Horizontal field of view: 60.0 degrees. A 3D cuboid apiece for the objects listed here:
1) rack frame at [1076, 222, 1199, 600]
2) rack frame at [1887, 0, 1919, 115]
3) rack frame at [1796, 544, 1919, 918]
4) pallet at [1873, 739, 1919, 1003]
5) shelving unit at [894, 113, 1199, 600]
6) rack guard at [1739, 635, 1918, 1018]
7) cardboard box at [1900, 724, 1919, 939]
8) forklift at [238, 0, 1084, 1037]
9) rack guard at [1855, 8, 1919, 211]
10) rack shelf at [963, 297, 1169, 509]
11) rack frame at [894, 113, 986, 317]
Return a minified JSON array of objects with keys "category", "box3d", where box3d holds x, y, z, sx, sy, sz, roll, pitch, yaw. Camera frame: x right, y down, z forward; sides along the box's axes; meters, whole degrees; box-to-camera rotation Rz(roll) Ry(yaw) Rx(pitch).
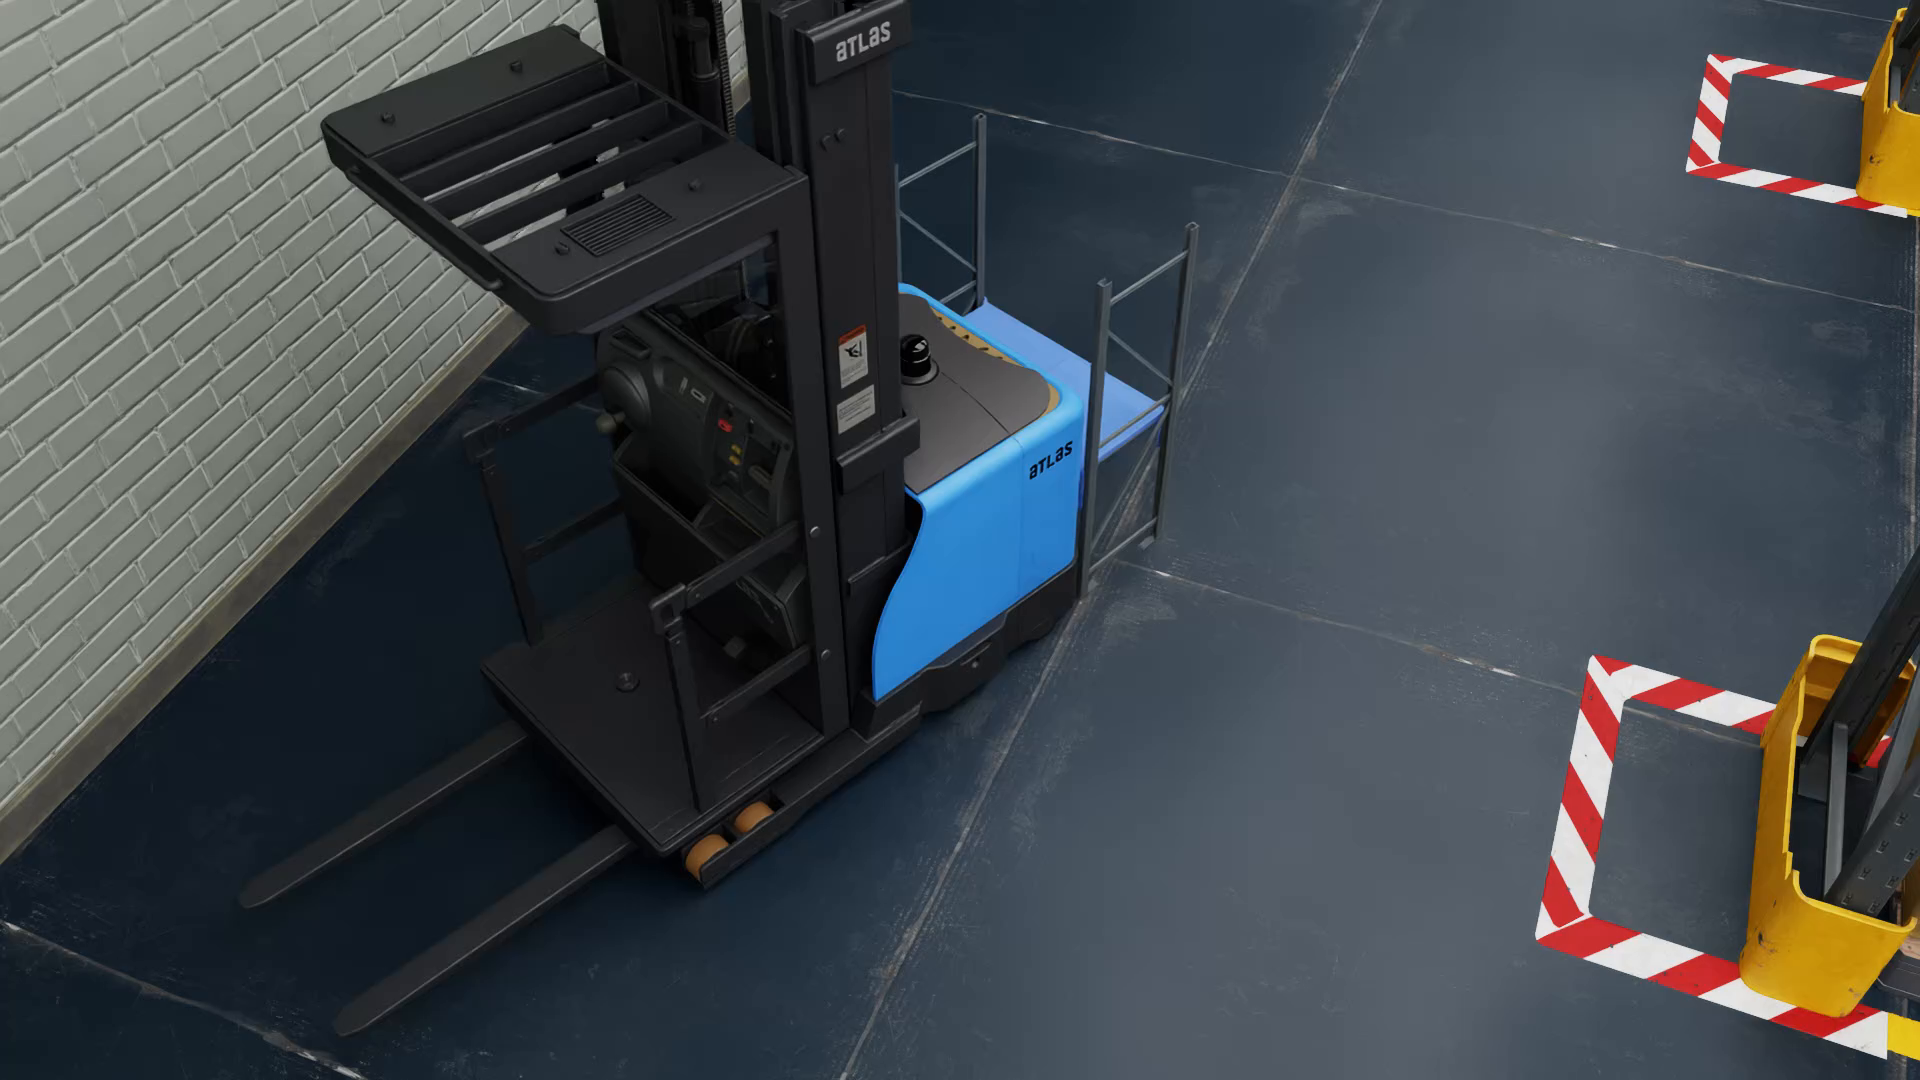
[{"category":"rack frame","box3d":[0.636,-0.431,6.120,0.032,1.500,0.500,35,54,30]},{"category":"rack frame","box3d":[4.894,-3.165,7.805,0.127,3.000,1.000,16,47,16]},{"category":"rack frame","box3d":[2.891,0.036,4.587,0.127,3.000,1.000,16,47,16]},{"category":"pallet","box3d":[3.659,1.191,5.404,1.213,0.211,1.003,16,47,16]},{"category":"shelving unit","box3d":[0.274,-0.683,6.373,1.048,1.500,0.538,35,54,30]},{"category":"rack guard","box3d":[2.869,0.916,5.475,0.348,0.500,1.175,16,47,16]},{"category":"cardboard box","box3d":[3.512,0.762,5.066,0.875,0.875,0.875,16,47,16]},{"category":"forklift","box3d":[-0.971,-0.305,4.978,3.031,2.935,1.130,-34,54,-29]},{"category":"rack guard","box3d":[4.964,-2.258,8.665,0.348,0.500,1.175,16,47,16]},{"category":"rack shelf","box3d":[0.274,-0.556,6.500,1.000,0.185,0.538,35,54,30]},{"category":"rack frame","box3d":[-0.087,-0.935,6.626,0.032,1.500,0.500,35,54,30]}]
